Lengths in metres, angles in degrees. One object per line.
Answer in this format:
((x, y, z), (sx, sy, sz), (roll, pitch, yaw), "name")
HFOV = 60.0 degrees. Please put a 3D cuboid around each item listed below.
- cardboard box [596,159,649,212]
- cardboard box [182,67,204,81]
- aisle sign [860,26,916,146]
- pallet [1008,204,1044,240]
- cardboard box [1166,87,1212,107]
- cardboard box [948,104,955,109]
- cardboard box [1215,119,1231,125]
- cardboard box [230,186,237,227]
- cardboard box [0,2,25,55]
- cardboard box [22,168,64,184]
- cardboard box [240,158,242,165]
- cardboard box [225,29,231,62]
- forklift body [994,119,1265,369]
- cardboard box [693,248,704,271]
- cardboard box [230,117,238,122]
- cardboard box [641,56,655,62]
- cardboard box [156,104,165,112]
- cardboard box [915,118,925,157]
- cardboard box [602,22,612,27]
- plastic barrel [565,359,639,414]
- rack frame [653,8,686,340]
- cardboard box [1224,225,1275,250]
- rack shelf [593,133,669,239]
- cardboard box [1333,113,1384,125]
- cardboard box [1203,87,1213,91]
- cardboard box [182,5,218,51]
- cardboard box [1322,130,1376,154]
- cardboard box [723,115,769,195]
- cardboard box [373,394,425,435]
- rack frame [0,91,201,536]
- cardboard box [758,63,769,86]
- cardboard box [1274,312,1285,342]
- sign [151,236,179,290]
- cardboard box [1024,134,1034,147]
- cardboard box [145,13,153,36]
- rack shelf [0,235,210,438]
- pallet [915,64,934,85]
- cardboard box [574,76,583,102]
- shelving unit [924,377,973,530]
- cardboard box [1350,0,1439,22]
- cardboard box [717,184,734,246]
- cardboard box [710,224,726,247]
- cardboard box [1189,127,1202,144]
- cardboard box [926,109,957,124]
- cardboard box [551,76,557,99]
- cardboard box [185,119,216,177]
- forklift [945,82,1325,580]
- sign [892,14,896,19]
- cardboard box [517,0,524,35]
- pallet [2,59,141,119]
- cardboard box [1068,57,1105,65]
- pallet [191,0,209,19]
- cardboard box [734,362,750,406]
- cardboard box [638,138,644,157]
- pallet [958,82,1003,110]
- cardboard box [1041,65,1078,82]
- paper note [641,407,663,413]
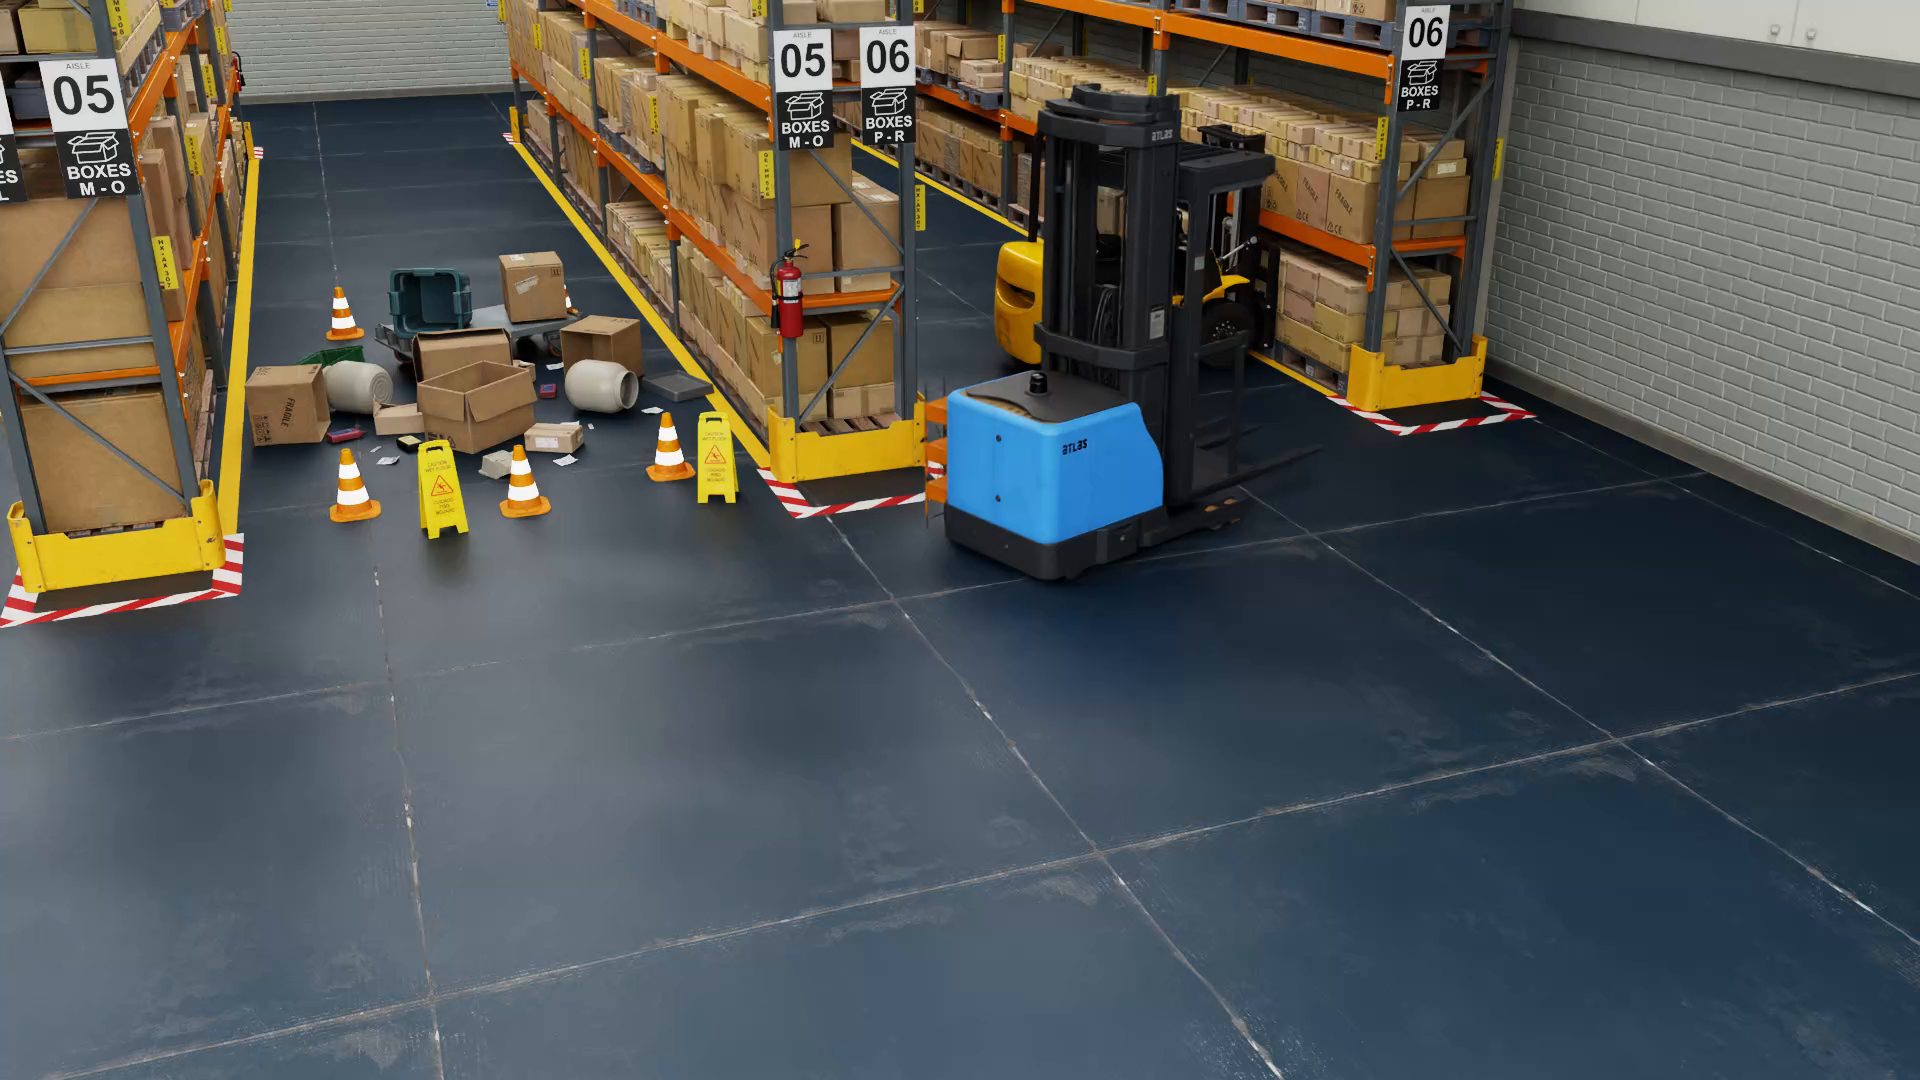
((-3.798, -4.291, 19.764), (0.875, 0.875, 0.875), (-9, 24, -19), "cardboard box")
((-8.856, -5.311, 19.005), (0.380, 0.149, 0.250), (-9, 25, -21), "cardboard box")
((-0.494, -3.125, 11.456), (0.394, 0.787, 0.004), (-8, 24, -19), "aisle sign")
((1.265, -3.907, 20.248), (1.003, 0.211, 1.213), (-8, 24, -19), "pallet")
((2.259, -4.369, 16.406), (0.380, 0.149, 0.250), (-8, 24, -18), "cardboard box")
((-0.003, -6.196, 23.932), (0.380, 0.149, 0.250), (-9, 25, -21), "cardboard box")
((2.610, -3.856, 15.573), (0.380, 0.149, 0.250), (-9, 24, -20), "cardboard box")
((-8.605, -3.800, 19.082), (0.500, 0.500, 0.500), (-9, 24, -20), "cardboard box")
((-5.835, -3.021, 9.834), (0.500, 0.250, 0.500), (-8, 24, -18), "cardboard box")
((-5.776, -2.086, 10.753), (0.875, 0.550, 0.550), (-8, 24, -19), "cardboard box")
((-10.148, -5.261, 23.000), (0.380, 0.149, 0.250), (-8, 24, -18), "cardboard box")
((-10.476, -6.872, 23.182), (0.500, 0.500, 0.500), (-9, 24, -20), "cardboard box")
((1.460, -2.637, 14.738), (2.313, 2.155, 1.214), (-8, 24, -19), "forklift body")
((-2.091, -2.440, 14.376), (0.380, 0.149, 0.250), (-7, 24, -17), "cardboard box")
((-10.629, -6.002, 23.991), (0.380, 0.149, 0.250), (-8, 24, -18), "cardboard box")
((-3.211, -5.064, 18.350), (0.500, 0.500, 0.500), (-9, 25, -21), "cardboard box")
((-6.995, -3.331, 13.876), (0.700, 0.500, 0.500), (-9, 24, -20), "cardboard box")
((-0.442, -5.785, 23.791), (0.500, 0.500, 0.500), (-7, 24, -17), "cardboard box")
((-4.105, -6.087, 20.413), (0.500, 0.500, 0.500), (-8, 24, -18), "cardboard box")
((-2.952, -1.263, 13.702), (0.512, 0.421, 0.421), (8, 24, 18), "plastic barrel")
((-2.219, -3.361, 15.362), (1.000, 3.000, 0.127), (-8, 24, -19), "rack frame")
((2.659, -2.845, 15.851), (0.500, 0.250, 0.500), (-7, 24, -17), "cardboard box")
((-2.925, -3.756, 17.226), (1.077, 0.370, 4.000), (-8, 24, -19), "rack shelf")
((3.560, -3.710, 14.844), (0.380, 0.149, 0.250), (-9, 24, -20), "cardboard box")
((2.455, -4.650, 17.457), (0.380, 0.149, 0.250), (-9, 25, -21), "cardboard box")
((-9.571, -6.393, 20.757), (0.500, 0.500, 0.500), (-8, 24, -18), "cardboard box")
((3.279, -3.350, 13.989), (0.380, 0.149, 0.250), (-8, 24, -18), "cardboard box")
((-1.362, -2.892, 12.450), (0.700, 0.500, 0.500), (-8, 24, -18), "cardboard box")
((-4.483, -1.013, 13.312), (0.396, 0.266, 0.258), (-4, 23, -10), "cardboard box")
((-5.401, -1.192, 10.215), (1.000, 3.000, 0.127), (-8, 24, -19), "rack frame")
((-1.193, -3.265, 11.596), (0.380, 0.149, 0.250), (-8, 24, -19), "cardboard box")
((3.040, -2.009, 15.153), (0.500, 0.250, 0.500), (-8, 24, -18), "cardboard box")
((-4.879, -1.701, 10.207), (0.100, 0.325, 0.005), (-8, 24, -19), "sign")
((1.049, -5.170, 21.496), (0.380, 0.149, 0.250), (-8, 24, -17), "cardboard box")
((-6.027, -3.694, 11.943), (0.380, 0.149, 0.250), (-8, 24, -18), "cardboard box")
((-6.107, -1.587, 12.079), (1.077, 0.370, 4.000), (-8, 24, -19), "rack shelf")
((-0.222, -6.556, 23.190), (1.003, 0.211, 1.213), (-8, 24, -19), "pallet")
((-4.225, -5.302, 19.518), (0.500, 0.250, 0.500), (-9, 24, -20), "cardboard box")
((-0.077, -0.551, 11.206), (0.252, 1.050, 0.215), (20, 30, 39), "shelving unit")
((3.452, -4.385, 13.132), (0.500, 0.500, 0.500), (-8, 24, -17), "cardboard box")
((-1.601, -2.615, 13.080), (0.500, 0.500, 0.500), (-8, 24, -19), "cardboard box")
((-1.849, -2.533, 13.721), (0.380, 0.149, 0.250), (-8, 24, -19), "cardboard box")
((2.536, -3.705, 16.050), (0.500, 0.500, 0.500), (-8, 24, -18), "cardboard box")
((-0.253, -5.942, 23.329), (0.380, 0.149, 0.250), (-10, 25, -22), "cardboard box")
((-4.952, -5.815, 21.377), (0.500, 0.250, 0.500), (-9, 24, -20), "cardboard box")
((-7.642, -3.836, 16.361), (0.500, 0.500, 0.500), (-8, 24, -19), "cardboard box")
((1.345, -1.556, 11.168), (3.031, 2.935, 1.130), (-19, 29, -37), "forklift")
((-0.907, -7.272, 23.526), (0.100, 0.325, 0.005), (-8, 24, -19), "sign")
((-5.999, -7.461, 23.673), (0.500, 0.500, 0.500), (-8, 24, -19), "cardboard box")
((-5.673, -2.801, 10.286), (1.003, 0.211, 1.213), (-8, 24, -19), "pallet")
((1.512, -5.671, 19.880), (0.380, 0.149, 0.250), (-8, 24, -18), "cardboard box")
((-7.950, -5.167, 16.028), (1.213, 0.211, 1.003), (-7, 24, -17), "pallet")
((-1.518, -1.280, 13.424), (0.500, 0.250, 0.500), (-8, 24, -19), "cardboard box")
((-2.953, -3.867, 16.345), (0.380, 0.149, 0.250), (-8, 24, -19), "cardboard box")
((0.706, -5.645, 21.028), (1.213, 0.211, 1.003), (-8, 24, -19), "pallet")
((1.162, -5.406, 19.249), (0.380, 0.149, 0.250), (-8, 24, -18), "cardboard box")
((-2.542, -1.078, 13.768), (0.142, 0.019, 0.148), (-18, 29, -37), "paper note")
